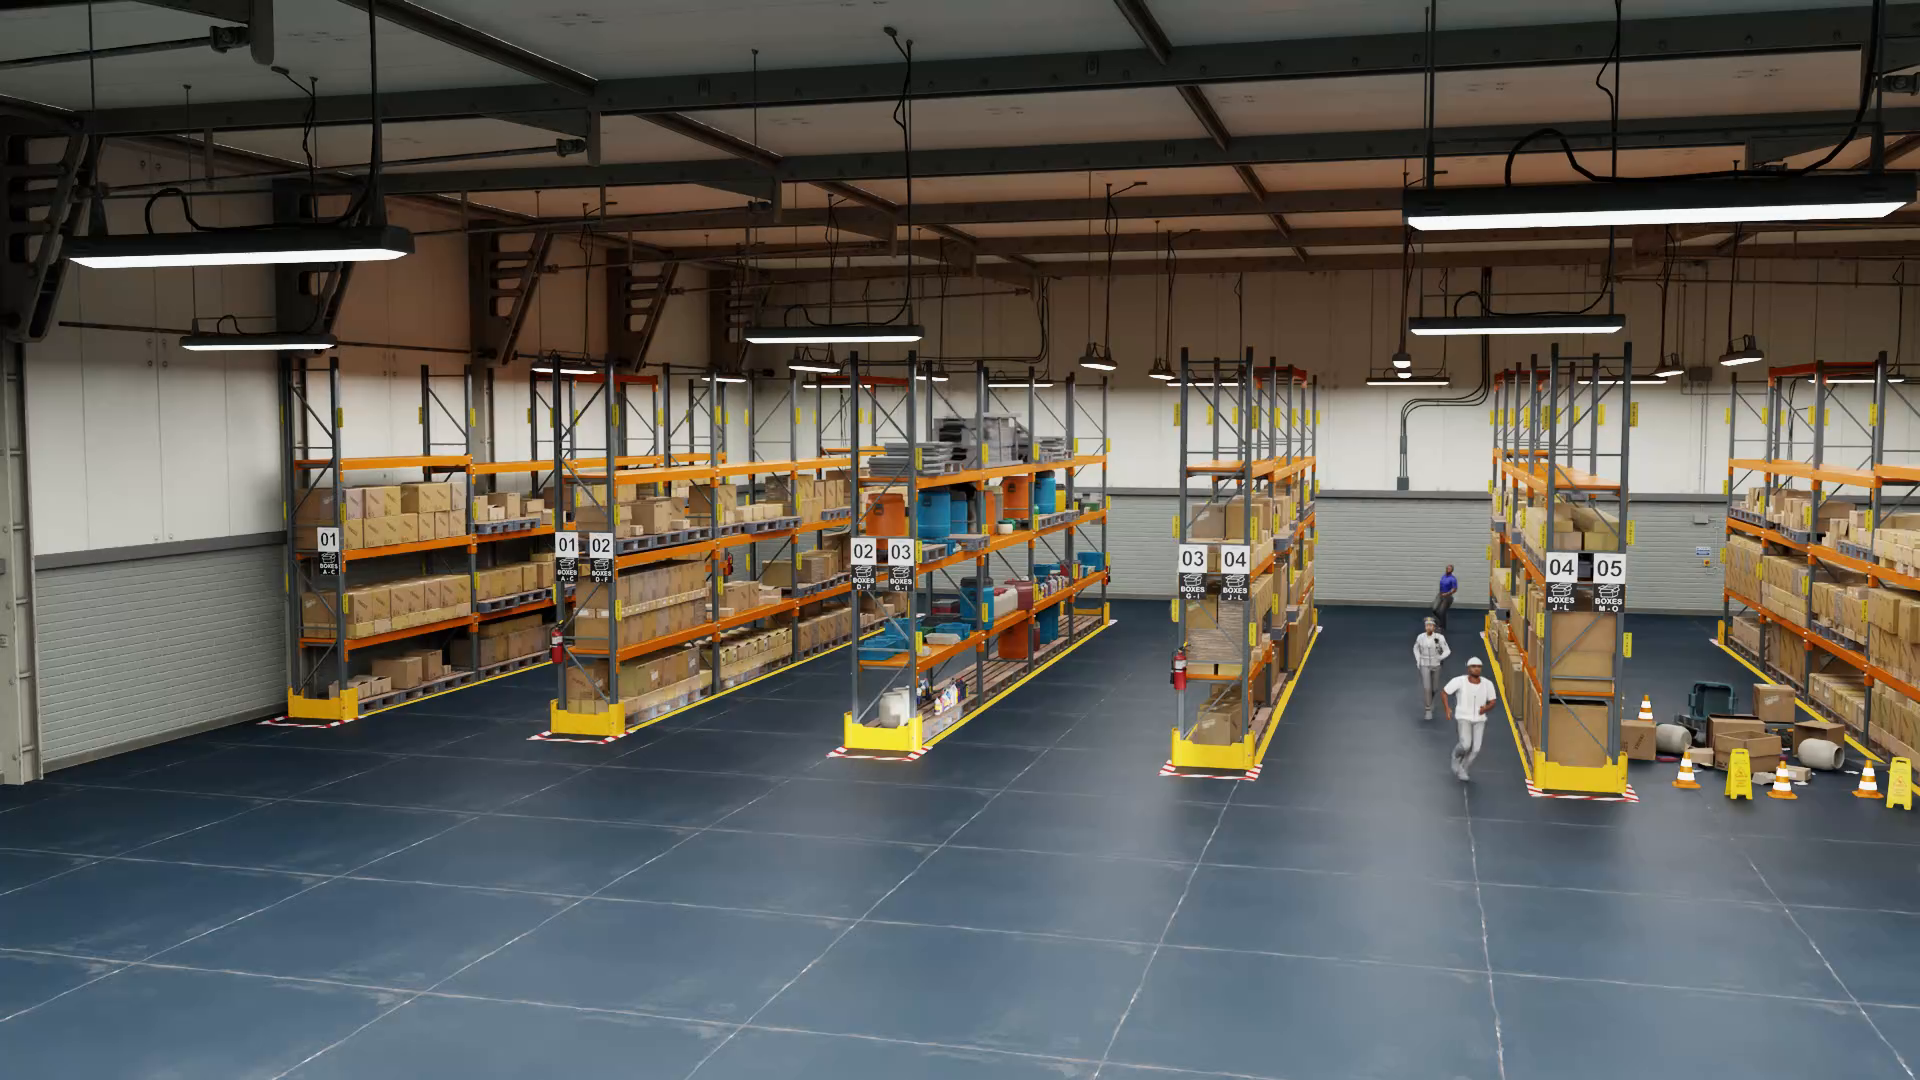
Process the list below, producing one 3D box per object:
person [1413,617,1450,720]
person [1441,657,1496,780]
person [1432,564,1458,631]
[{"bbox_3d":[7.903,2.126,27.892,0.611,1.697,0.765,1,4,18],"label":"person"},{"bbox_3d":[7.046,2.465,22.907,0.703,1.700,0.559,0,4,-3],"label":"person"},{"bbox_3d":[11.299,1.357,38.816,0.545,1.585,0.602,-3,5,-36],"label":"person"}]
